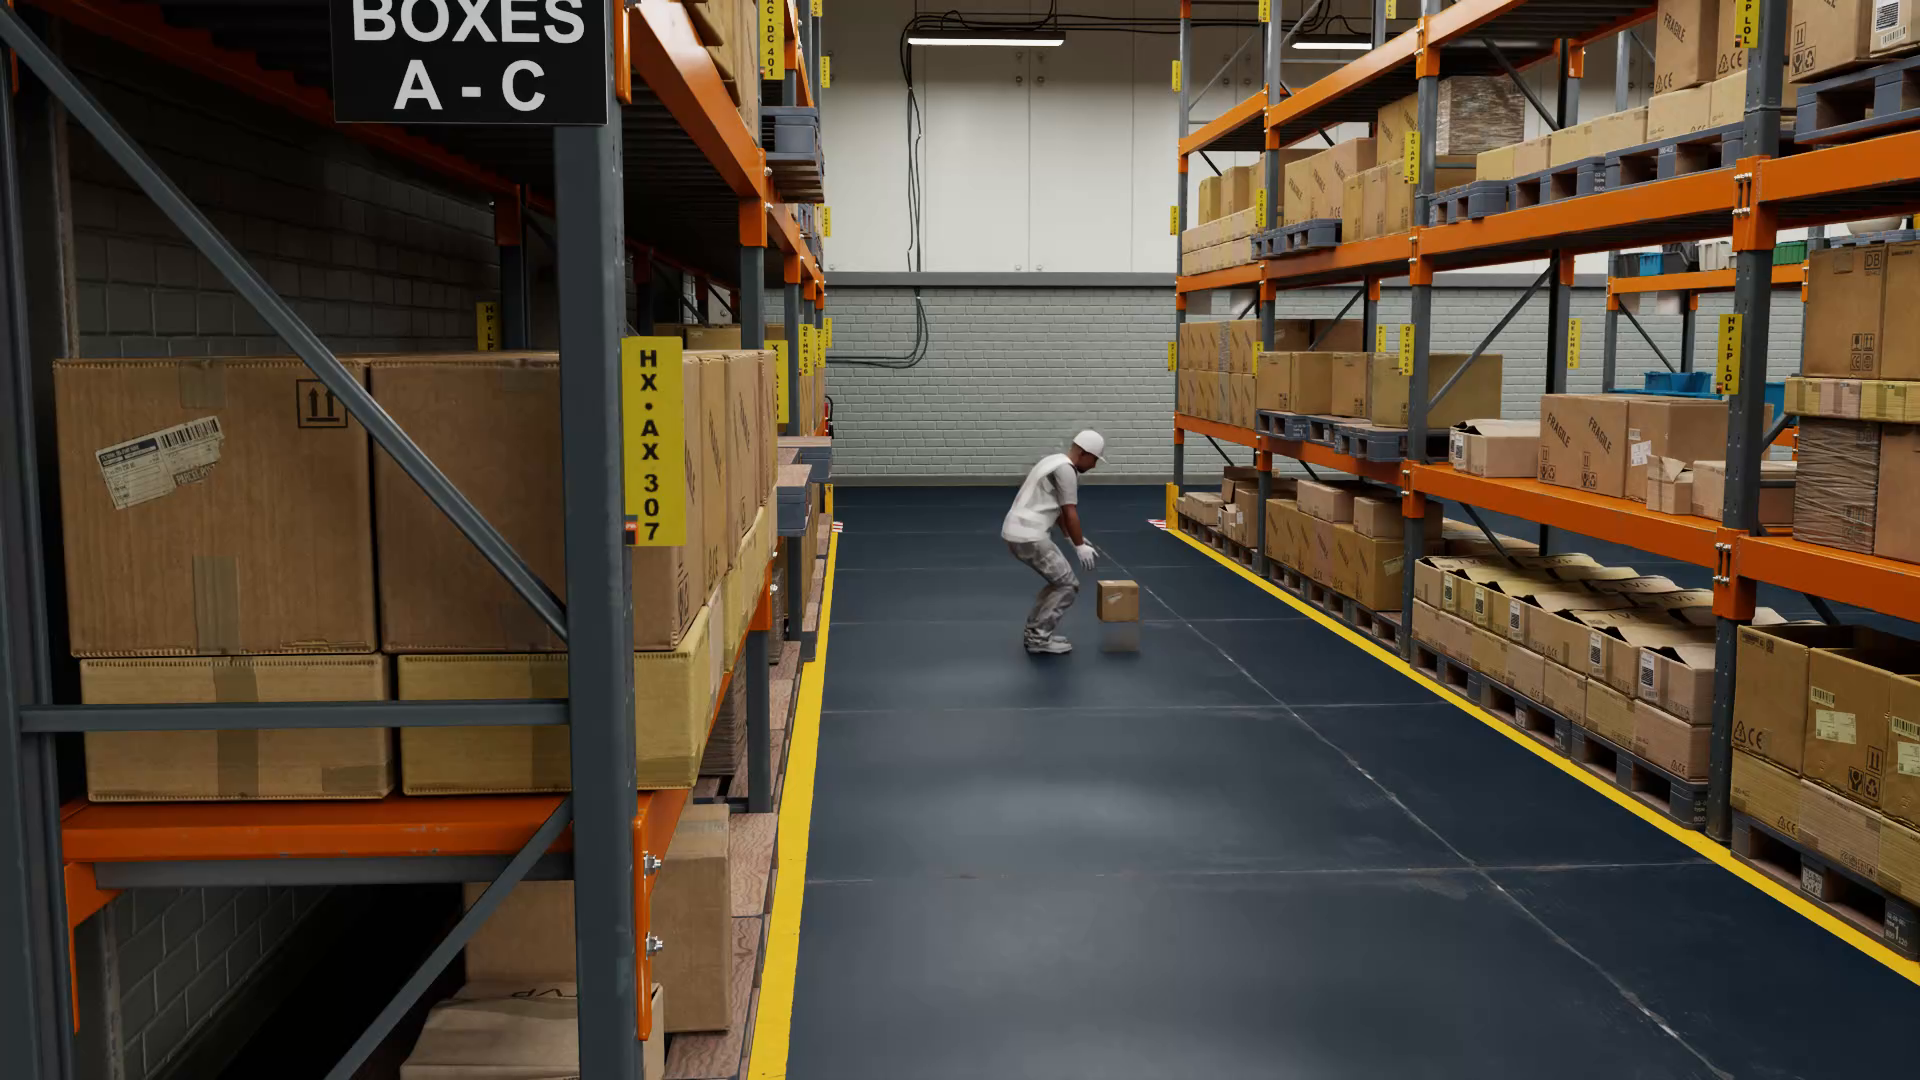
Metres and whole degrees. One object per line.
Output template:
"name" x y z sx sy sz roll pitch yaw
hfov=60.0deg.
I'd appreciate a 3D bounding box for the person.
"person" 0.639 0.000 11.369 0.717 1.498 0.610 0 7 -3
